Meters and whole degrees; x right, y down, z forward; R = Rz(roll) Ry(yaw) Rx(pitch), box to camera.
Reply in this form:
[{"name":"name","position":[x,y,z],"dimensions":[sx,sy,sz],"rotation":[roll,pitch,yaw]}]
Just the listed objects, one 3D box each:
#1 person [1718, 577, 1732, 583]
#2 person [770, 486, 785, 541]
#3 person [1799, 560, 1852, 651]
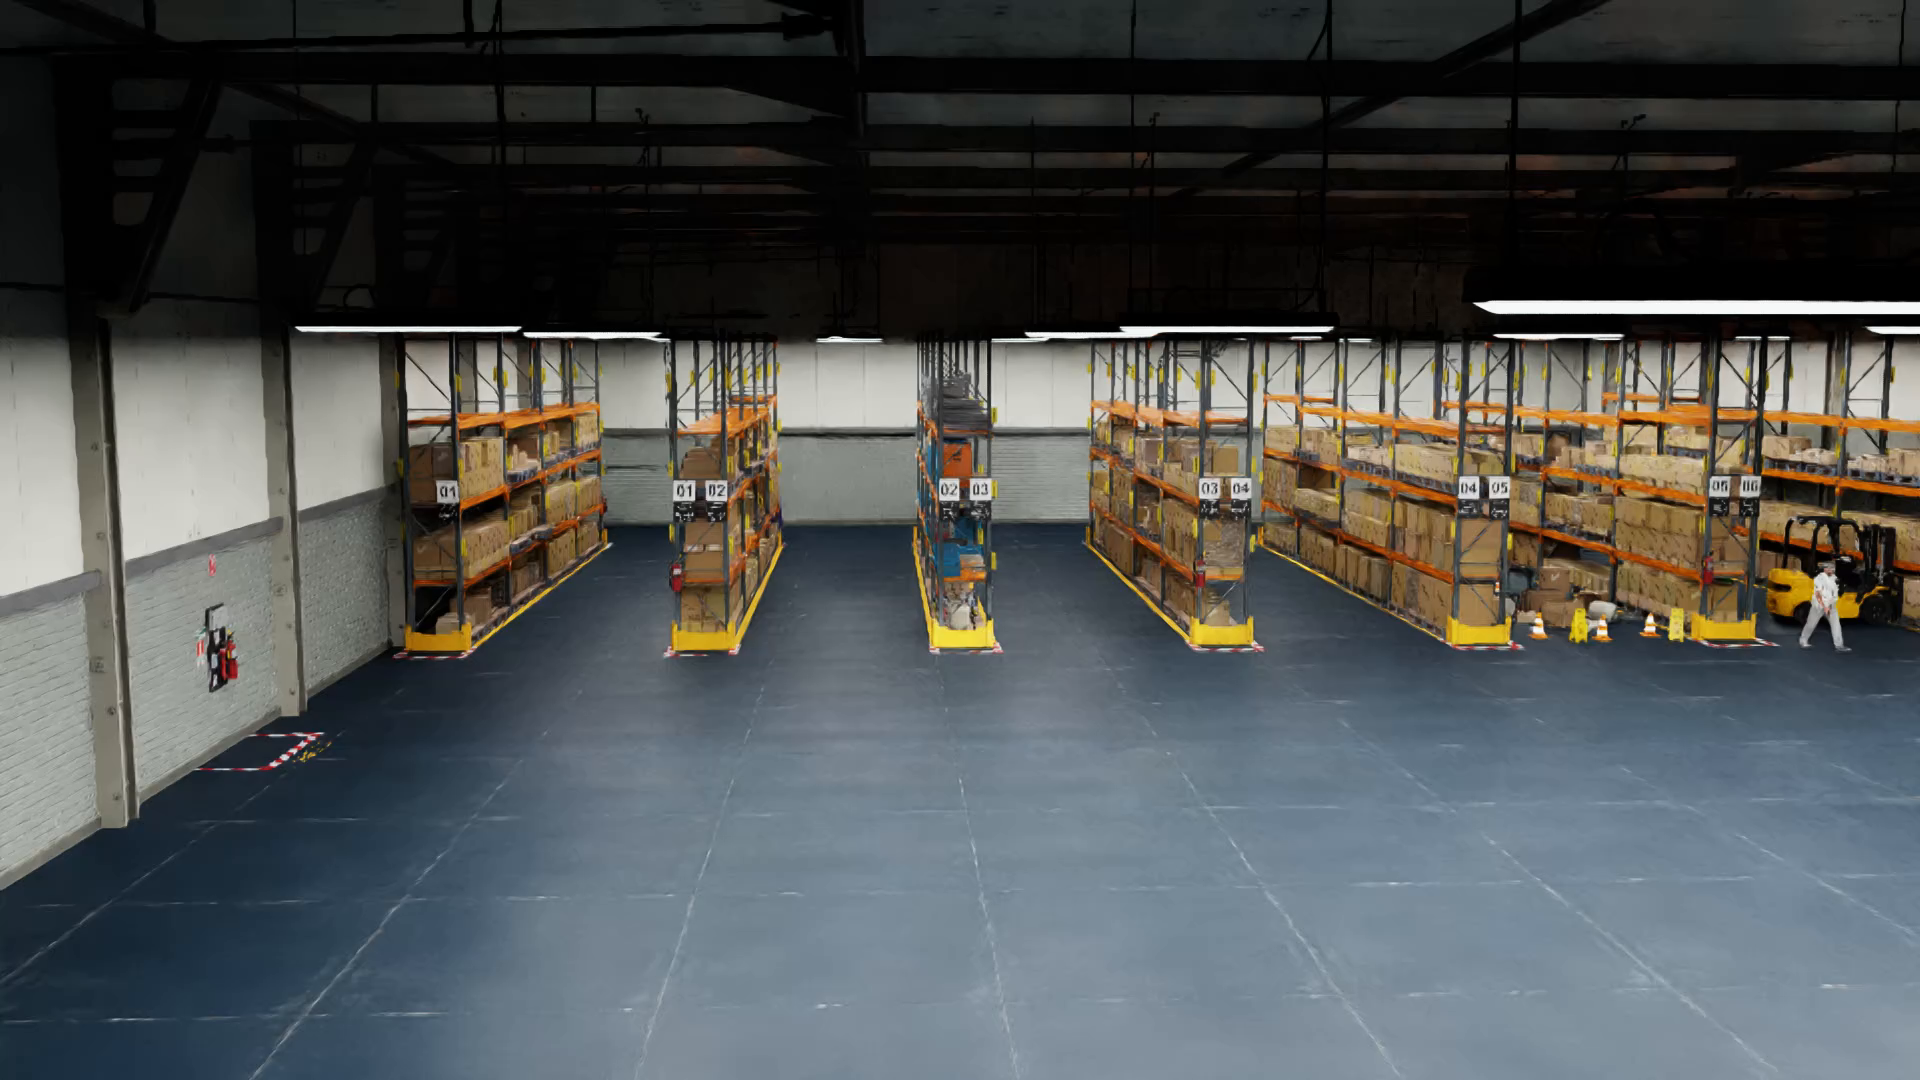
[{"name":"person","position":[16.420,0.604,35.807],"dimensions":[0.561,1.787,0.661],"rotation":[4,8,28]},{"name":"person","position":[-5.410,-0.765,48.336],"dimensions":[0.498,1.644,0.638],"rotation":[4,8,29]},{"name":"person","position":[16.171,1.202,31.074],"dimensions":[0.536,1.707,1.036],"rotation":[-1,7,-11]}]
